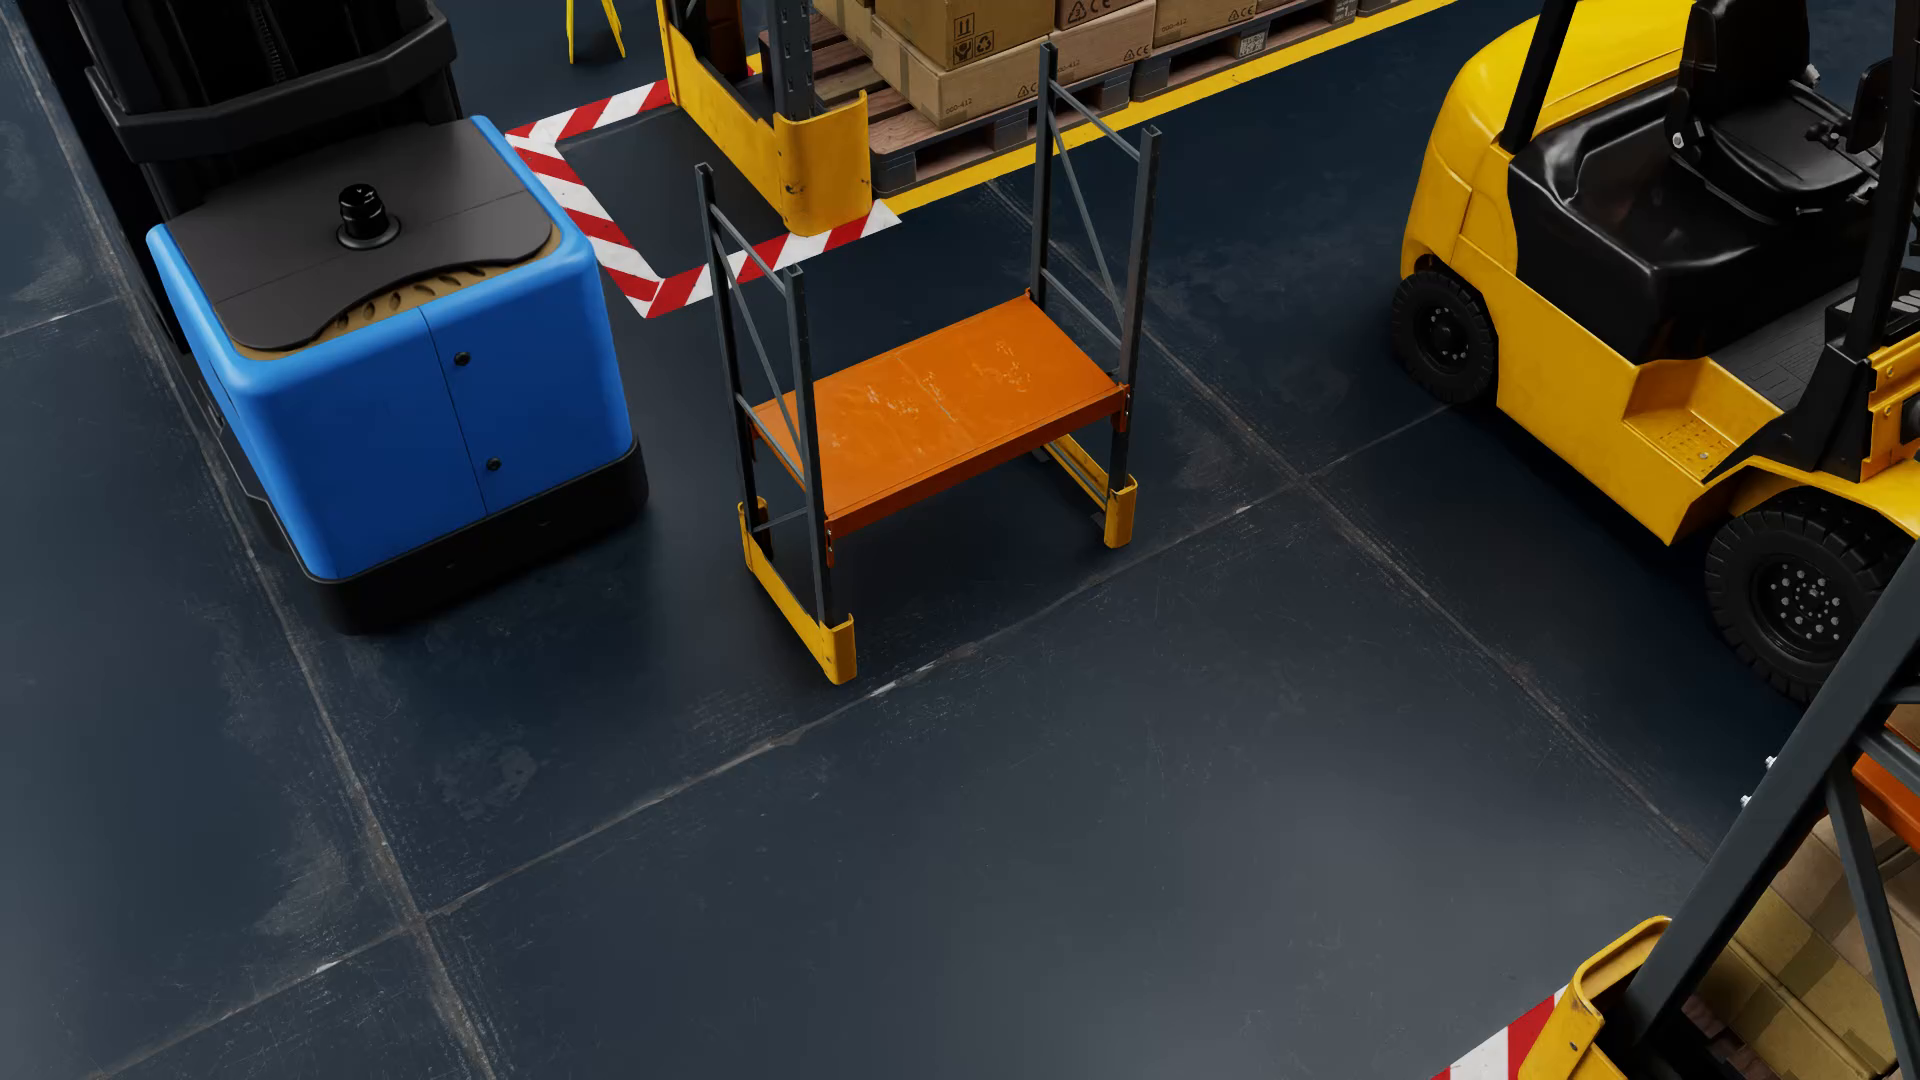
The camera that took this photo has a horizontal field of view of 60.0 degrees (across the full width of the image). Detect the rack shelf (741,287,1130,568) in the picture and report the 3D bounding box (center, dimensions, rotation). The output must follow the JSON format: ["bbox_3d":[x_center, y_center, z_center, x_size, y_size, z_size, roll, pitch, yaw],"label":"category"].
[{"bbox_3d":[-0.072,-0.345,4.794,1.000,0.185,0.538,-25,53,-21],"label":"rack shelf"}]

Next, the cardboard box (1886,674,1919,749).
[{"bbox_3d":[2.094,0.210,2.987,0.500,0.500,0.500,-26,53,-22],"label":"cardboard box"}]

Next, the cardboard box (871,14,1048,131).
[{"bbox_3d":[-0.004,-1.900,6.494,0.500,0.250,0.500,-26,53,-21],"label":"cardboard box"}]

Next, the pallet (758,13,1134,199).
[{"bbox_3d":[-0.063,-1.932,6.830,1.213,0.211,1.003,-25,53,-21],"label":"pallet"}]

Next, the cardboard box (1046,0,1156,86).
[{"bbox_3d":[0.432,-2.099,6.670,0.500,0.250,0.500,-23,52,-20],"label":"cardboard box"}]

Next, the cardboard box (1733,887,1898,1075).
[{"bbox_3d":[2.063,0.823,3.734,0.500,0.250,0.500,-26,53,-21],"label":"cardboard box"}]

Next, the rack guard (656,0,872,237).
[{"bbox_3d":[-0.769,-1.727,6.453,0.348,0.500,1.175,-25,53,-21],"label":"rack guard"}]

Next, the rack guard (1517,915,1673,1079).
[{"bbox_3d":[1.798,1.446,3.627,0.348,0.500,1.175,-25,53,-21],"label":"rack guard"}]

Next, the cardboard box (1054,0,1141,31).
[{"bbox_3d":[0.456,-2.370,6.410,0.500,0.500,0.500,-27,54,-22],"label":"cardboard box"}]

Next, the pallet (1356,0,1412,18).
[{"bbox_3d":[2.001,-2.905,7.695,1.213,0.211,1.003,-25,53,-21],"label":"pallet"}]

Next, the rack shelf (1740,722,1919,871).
[{"bbox_3d":[3.510,0.048,3.681,4.000,0.370,1.077,-25,53,-21],"label":"rack shelf"}]

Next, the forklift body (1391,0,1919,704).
[{"bbox_3d":[2.449,-1.020,4.718,1.214,2.155,2.313,-25,53,-21],"label":"forklift body"}]

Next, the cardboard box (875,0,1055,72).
[{"bbox_3d":[0.016,-2.159,6.222,0.500,0.500,0.500,-27,54,-22],"label":"cardboard box"}]

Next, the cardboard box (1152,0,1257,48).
[{"bbox_3d":[0.887,-2.324,6.871,0.500,0.250,0.500,-22,52,-18],"label":"cardboard box"}]

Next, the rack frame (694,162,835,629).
[{"bbox_3d":[-0.502,-0.262,4.479,0.032,1.500,0.500,-25,53,-21],"label":"rack frame"}]

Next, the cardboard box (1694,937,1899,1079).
[{"bbox_3d":[2.047,0.994,3.917,0.500,0.250,0.500,-25,53,-21],"label":"cardboard box"}]

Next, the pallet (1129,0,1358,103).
[{"bbox_3d":[0.968,-2.415,7.260,1.213,0.211,1.003,-25,53,-21],"label":"pallet"}]

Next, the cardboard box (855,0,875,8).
[{"bbox_3d":[-0.295,-2.487,6.514,0.500,0.500,0.500,-25,53,-21],"label":"cardboard box"}]

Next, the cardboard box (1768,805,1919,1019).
[{"bbox_3d":[2.041,0.667,3.538,0.500,0.250,0.500,-24,52,-20],"label":"cardboard box"}]

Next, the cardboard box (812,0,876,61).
[{"bbox_3d":[-0.273,-2.255,6.810,0.500,0.250,0.500,-25,53,-21],"label":"cardboard box"}]

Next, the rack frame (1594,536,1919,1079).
[{"bbox_3d":[1.818,0.605,2.702,0.127,3.000,1.000,-25,53,-21],"label":"rack frame"}]

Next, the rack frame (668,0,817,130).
[{"bbox_3d":[-0.833,-2.528,5.493,0.127,3.000,1.000,-25,53,-21],"label":"rack frame"}]

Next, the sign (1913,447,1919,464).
[{"bbox_3d":[1.541,-0.207,2.491,0.005,0.325,0.100,-25,53,-21],"label":"sign"}]

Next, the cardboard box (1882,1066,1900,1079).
[{"bbox_3d":[2.338,1.308,3.637,0.500,0.250,0.500,-25,53,-21],"label":"cardboard box"}]

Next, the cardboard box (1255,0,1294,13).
[{"bbox_3d":[1.316,-2.524,7.049,0.500,0.250,0.500,-24,53,-20],"label":"cardboard box"}]

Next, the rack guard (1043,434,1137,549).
[{"bbox_3d":[0.357,-0.251,5.306,0.087,0.250,0.587,-25,53,-21],"label":"rack guard"}]

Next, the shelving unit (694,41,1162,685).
[{"bbox_3d":[-0.064,-0.468,4.663,1.083,1.500,0.587,-25,53,-21],"label":"shelving unit"}]

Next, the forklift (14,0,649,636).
[{"bbox_3d":[-2.227,-1.770,4.864,1.130,2.935,3.031,-27,54,-22],"label":"forklift"}]

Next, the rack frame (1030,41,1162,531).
[{"bbox_3d":[0.358,-0.667,4.840,0.032,1.500,0.500,-25,53,-21],"label":"rack frame"}]

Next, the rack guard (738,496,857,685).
[{"bbox_3d":[-0.486,0.146,4.953,0.087,0.250,0.587,-25,53,-21],"label":"rack guard"}]

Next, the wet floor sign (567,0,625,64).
[{"bbox_3d":[-1.565,-2.345,6.906,0.232,0.644,0.267,-9,49,-8],"label":"wet floor sign"}]

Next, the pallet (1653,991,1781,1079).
[{"bbox_3d":[2.443,1.202,4.038,1.213,0.211,1.003,-25,53,-21],"label":"pallet"}]
